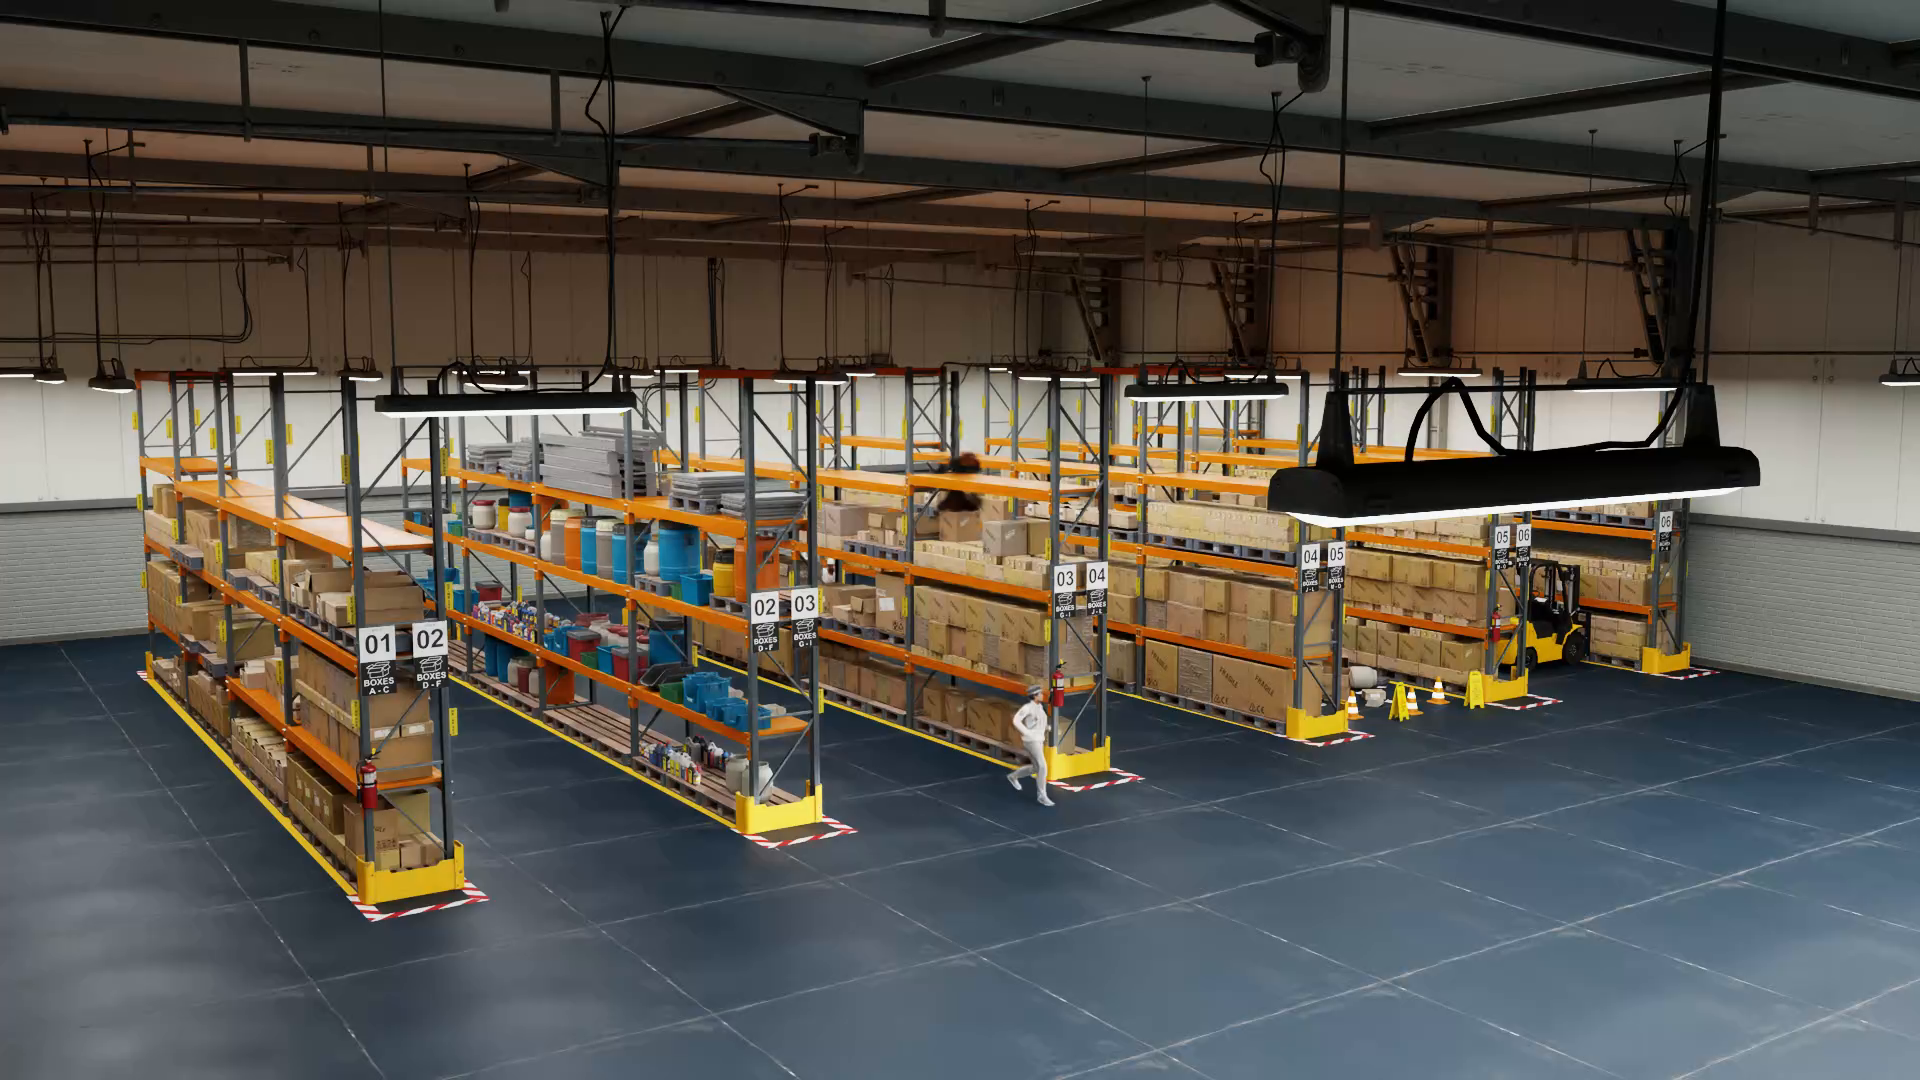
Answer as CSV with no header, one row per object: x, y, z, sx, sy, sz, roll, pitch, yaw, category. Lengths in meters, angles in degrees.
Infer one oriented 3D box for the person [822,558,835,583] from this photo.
-3.056,1.195,37.902,0.696,1.613,0.878,-5,8,-40,person

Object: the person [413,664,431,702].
-9.820,2.106,30.338,0.593,1.639,0.901,-4,8,-33,person

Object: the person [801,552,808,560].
-3.836,0.733,41.629,0.962,1.740,0.703,-2,7,-19,person

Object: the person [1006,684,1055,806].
1.045,2.869,23.605,0.870,1.674,0.639,3,7,25,person
